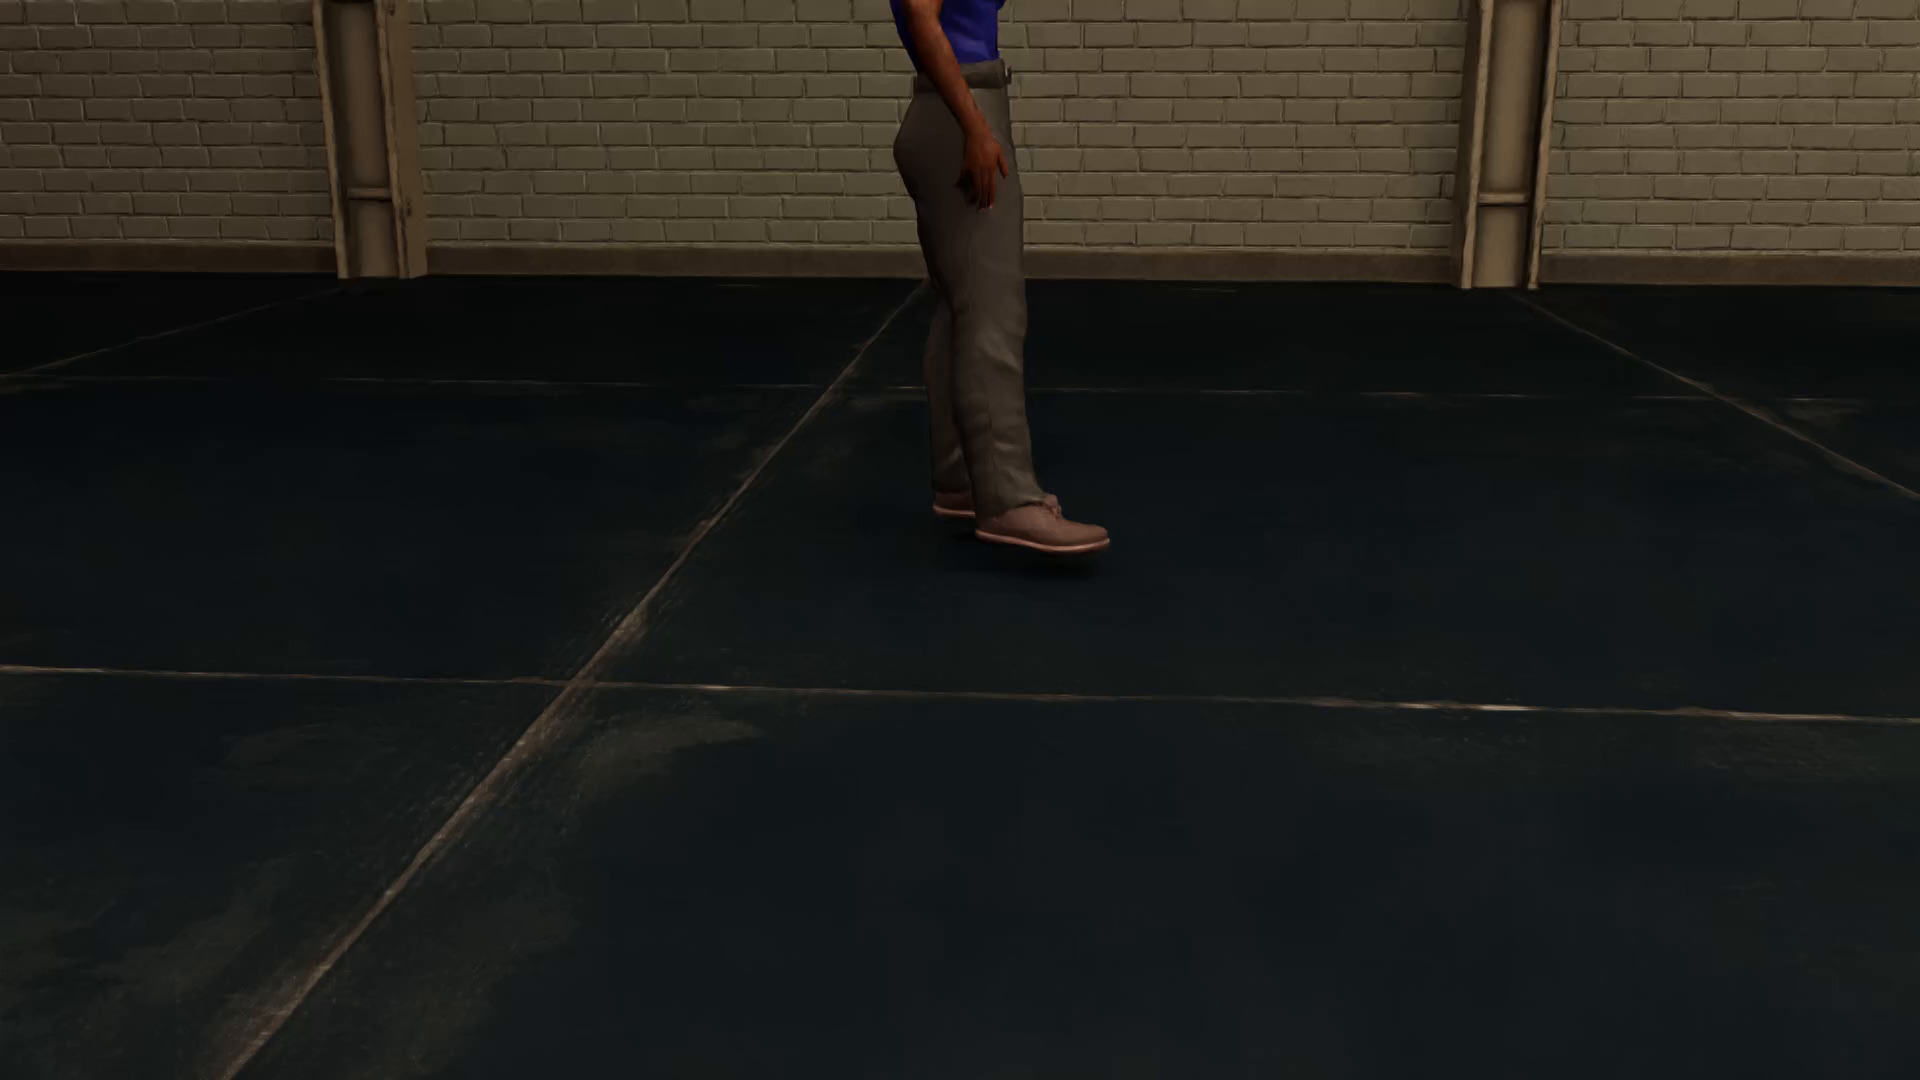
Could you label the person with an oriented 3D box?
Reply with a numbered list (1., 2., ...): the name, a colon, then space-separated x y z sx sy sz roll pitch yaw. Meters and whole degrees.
1. person: 0.086 -0.836 3.559 0.504 1.654 0.570 1 15 4
